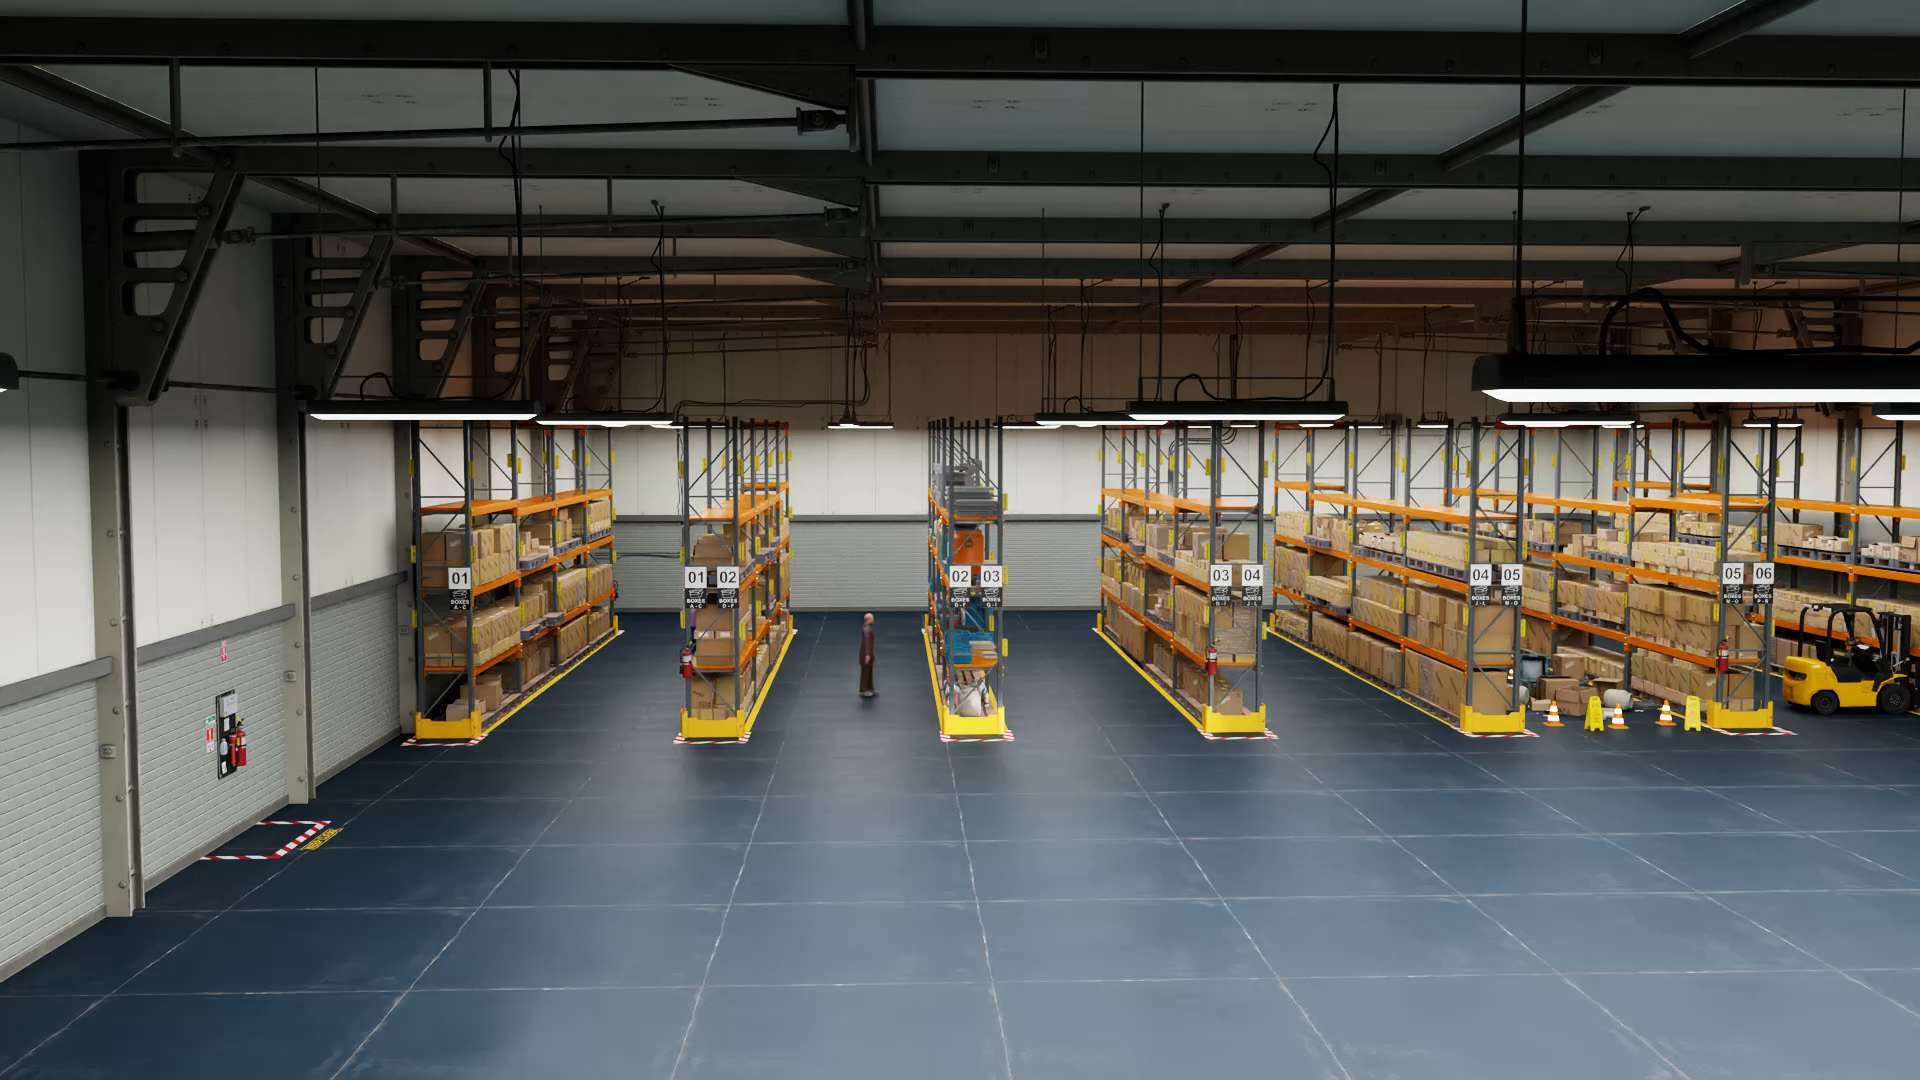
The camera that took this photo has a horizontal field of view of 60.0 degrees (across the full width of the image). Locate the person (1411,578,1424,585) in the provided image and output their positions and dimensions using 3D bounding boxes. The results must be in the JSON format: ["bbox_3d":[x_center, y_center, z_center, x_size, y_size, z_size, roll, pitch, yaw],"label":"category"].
[{"bbox_3d":[13.749,1.596,49.895,1.030,1.745,0.612,-1,4,-9],"label":"person"}]

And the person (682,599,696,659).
[{"bbox_3d":[-6.748,2.243,42.041,0.471,1.530,0.562,-2,4,-33],"label":"person"}]

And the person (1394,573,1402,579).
[{"bbox_3d":[13.299,1.642,50.507,0.375,1.533,0.918,0,4,8],"label":"person"}]

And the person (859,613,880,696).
[{"bbox_3d":[-1.965,2.481,36.011,0.456,1.795,0.616,0,4,0],"label":"person"}]
